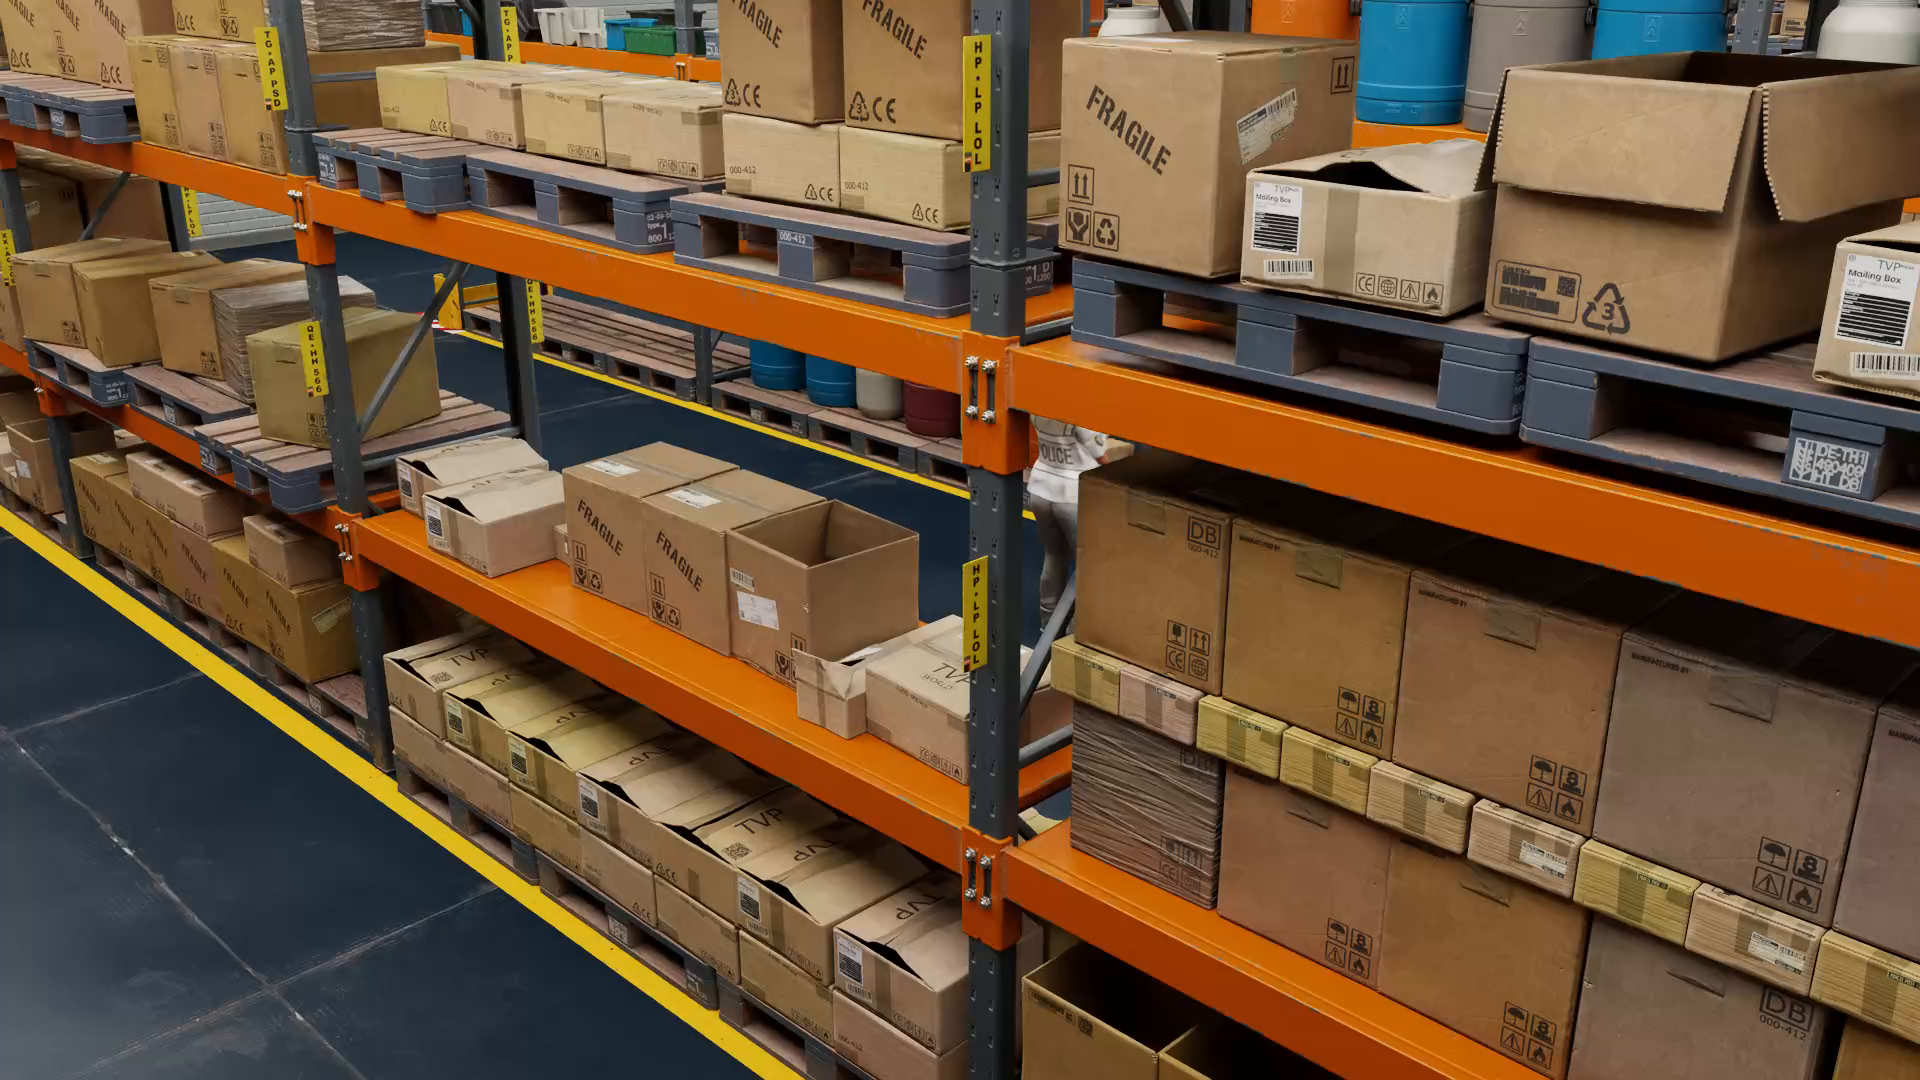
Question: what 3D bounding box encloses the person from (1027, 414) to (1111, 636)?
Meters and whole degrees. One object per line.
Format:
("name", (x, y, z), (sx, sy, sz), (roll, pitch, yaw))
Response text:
("person", (0.642, -0.230, 9.198), (0.453, 1.662, 0.537), (19, 28, 41))
